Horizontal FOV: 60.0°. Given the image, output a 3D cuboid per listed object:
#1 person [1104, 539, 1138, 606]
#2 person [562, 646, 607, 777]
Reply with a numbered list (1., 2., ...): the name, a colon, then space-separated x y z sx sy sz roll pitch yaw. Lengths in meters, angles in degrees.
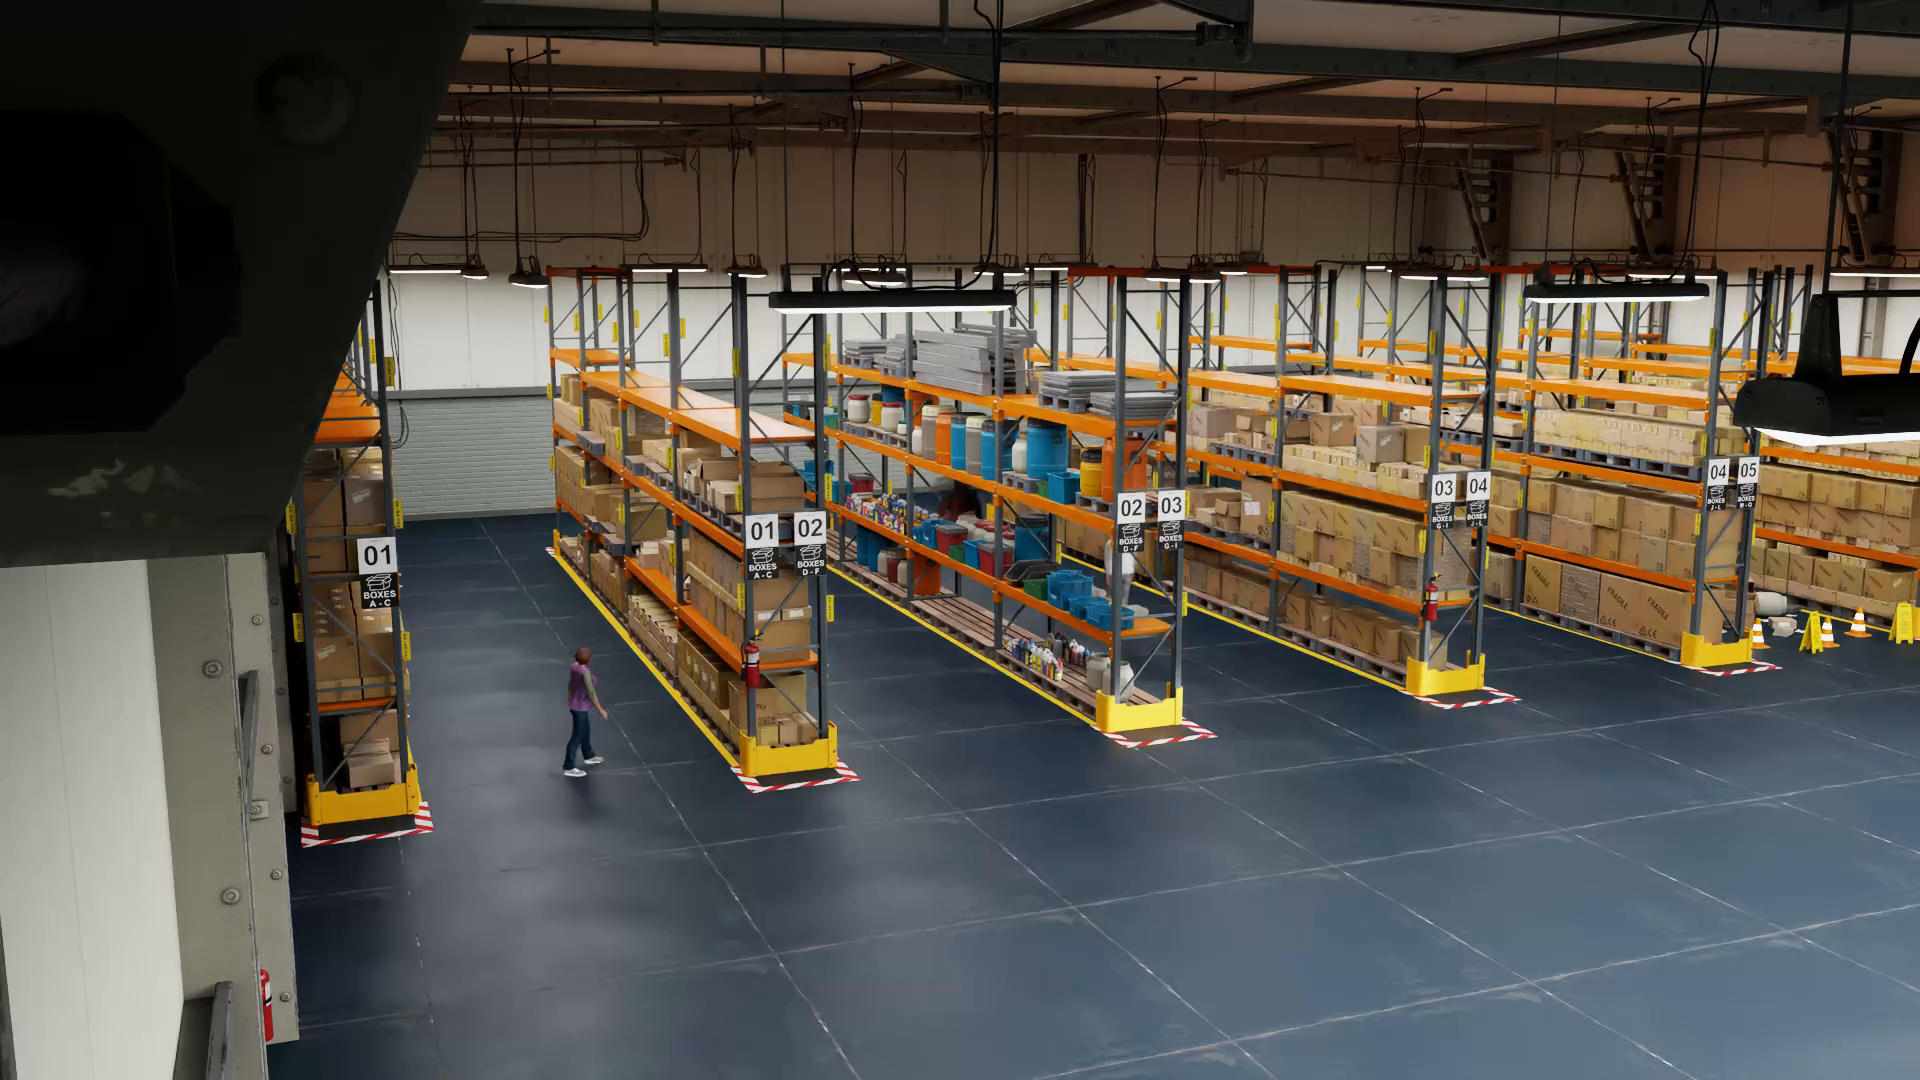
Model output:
1. person: 2.594 0.579 26.728 0.521 1.854 0.421 3 10 15
2. person: -4.619 2.060 20.341 0.598 1.589 0.604 -5 11 -26
